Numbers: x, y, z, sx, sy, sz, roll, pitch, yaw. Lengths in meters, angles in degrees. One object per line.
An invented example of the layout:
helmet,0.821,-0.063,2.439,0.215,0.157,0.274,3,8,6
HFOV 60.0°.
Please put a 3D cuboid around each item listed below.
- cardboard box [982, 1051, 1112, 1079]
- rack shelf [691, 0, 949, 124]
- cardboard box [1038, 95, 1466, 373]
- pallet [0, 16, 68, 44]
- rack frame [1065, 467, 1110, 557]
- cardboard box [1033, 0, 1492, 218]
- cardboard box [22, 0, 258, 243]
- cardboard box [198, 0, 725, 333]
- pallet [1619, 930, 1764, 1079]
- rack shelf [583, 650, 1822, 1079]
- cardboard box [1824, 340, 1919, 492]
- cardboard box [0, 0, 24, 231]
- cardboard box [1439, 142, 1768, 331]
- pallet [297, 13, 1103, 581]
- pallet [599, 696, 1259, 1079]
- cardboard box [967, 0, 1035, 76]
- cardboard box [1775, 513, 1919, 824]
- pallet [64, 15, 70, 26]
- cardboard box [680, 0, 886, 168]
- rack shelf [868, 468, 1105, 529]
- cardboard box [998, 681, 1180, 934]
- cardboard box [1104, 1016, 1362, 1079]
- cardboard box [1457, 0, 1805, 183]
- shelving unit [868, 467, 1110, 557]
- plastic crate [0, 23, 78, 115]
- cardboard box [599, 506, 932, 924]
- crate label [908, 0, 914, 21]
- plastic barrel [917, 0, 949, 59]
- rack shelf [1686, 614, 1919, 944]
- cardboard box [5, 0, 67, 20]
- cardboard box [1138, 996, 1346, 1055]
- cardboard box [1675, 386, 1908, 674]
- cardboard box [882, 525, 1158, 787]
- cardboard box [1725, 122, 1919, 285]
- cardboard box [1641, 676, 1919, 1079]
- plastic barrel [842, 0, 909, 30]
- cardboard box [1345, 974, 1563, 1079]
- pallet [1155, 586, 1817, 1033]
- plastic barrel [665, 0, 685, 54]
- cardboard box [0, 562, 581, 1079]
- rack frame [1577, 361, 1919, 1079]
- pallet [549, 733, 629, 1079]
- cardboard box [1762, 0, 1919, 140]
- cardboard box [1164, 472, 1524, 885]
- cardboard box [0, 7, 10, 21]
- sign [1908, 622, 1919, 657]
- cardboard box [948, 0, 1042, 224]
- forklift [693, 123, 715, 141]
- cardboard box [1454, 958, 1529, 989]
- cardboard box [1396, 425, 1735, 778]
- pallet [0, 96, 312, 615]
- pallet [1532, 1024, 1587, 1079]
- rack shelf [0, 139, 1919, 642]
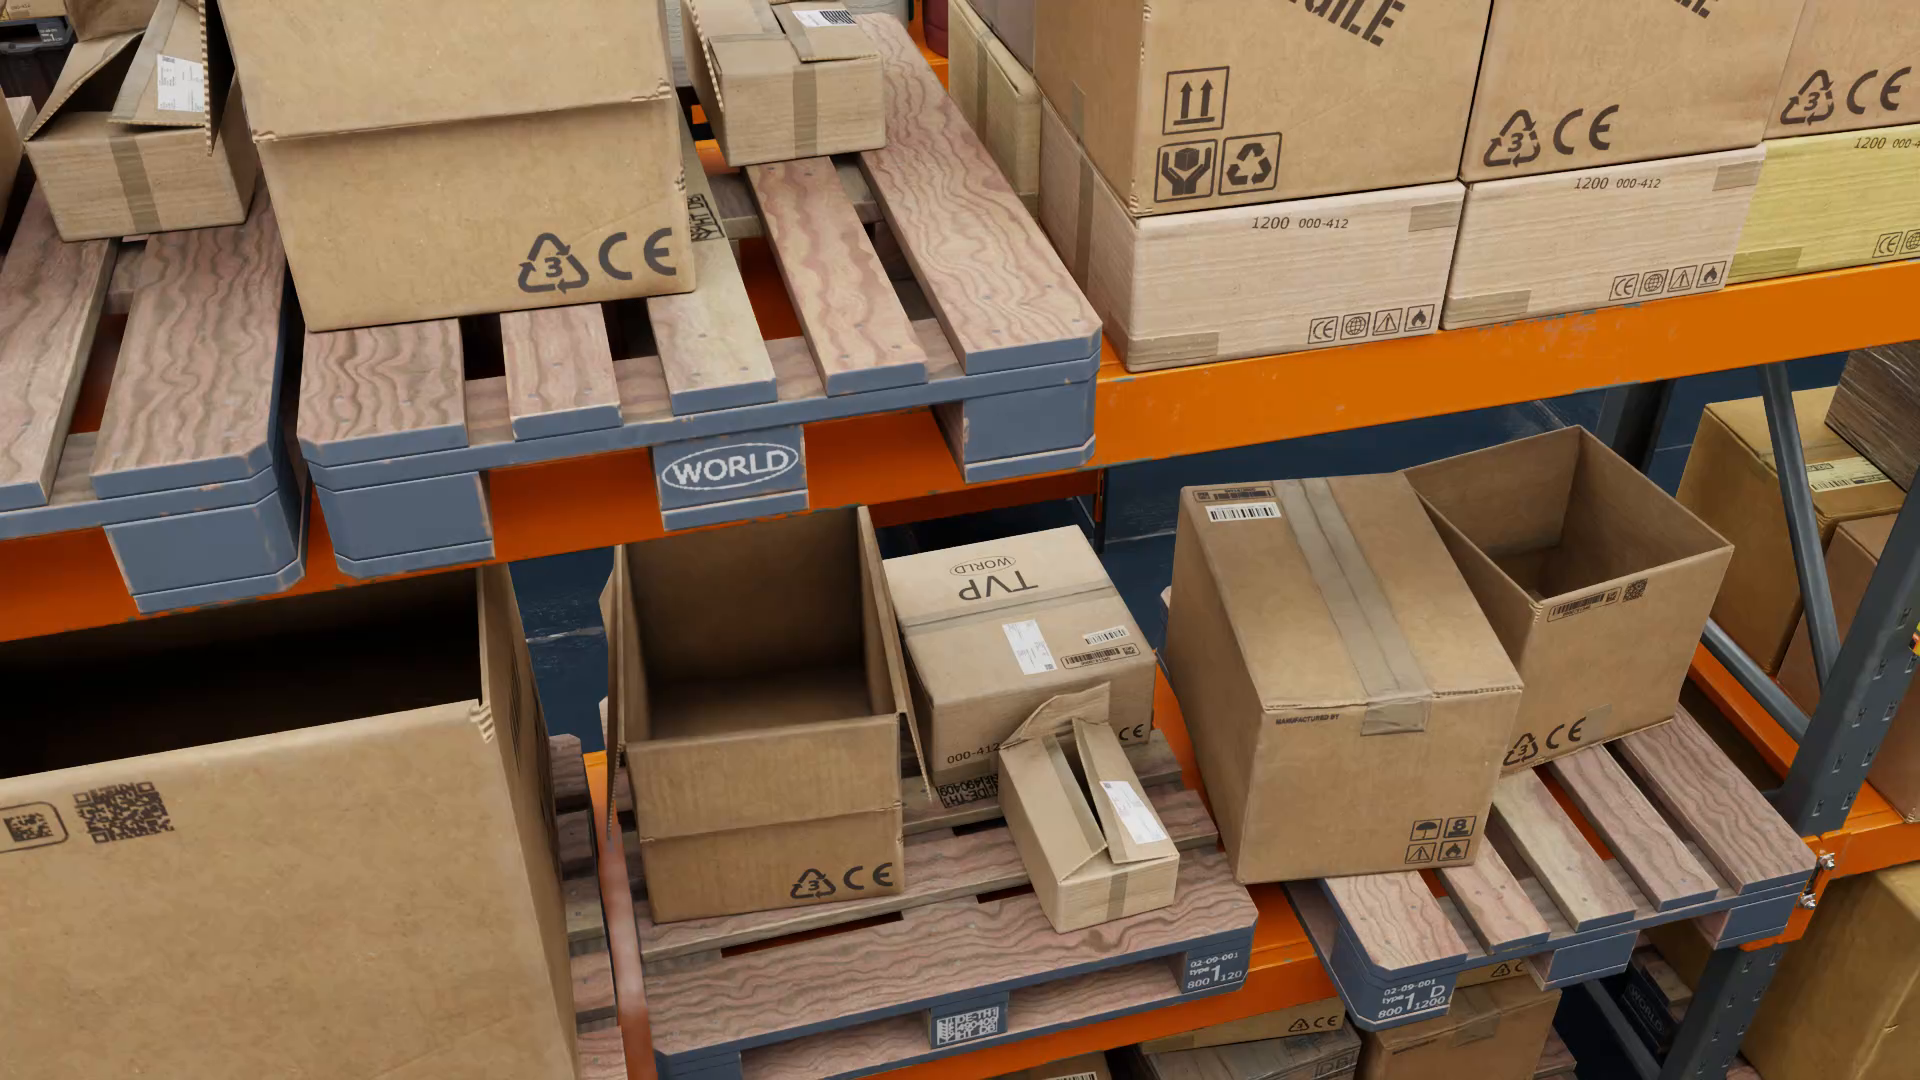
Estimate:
cardboard box,0.070,1.349,4.213,0.500,0.500,0.700,-6,38,-8
rack shelf,-1.433,-2.079,7.591,4.000,0.370,1.077,-9,38,-12
cardboard box,0.433,-0.524,2.621,0.500,0.250,0.500,-8,38,-11
pallet,-6.611,-3.549,11.216,1.213,0.211,1.003,-9,38,-12
rack frame,0.497,-0.528,6.515,0.032,1.125,0.500,-9,38,-12
cardboard box,0.419,-0.826,2.399,0.500,0.500,0.500,-9,38,-11
cardboard box,-1.191,-0.655,2.434,0.258,0.266,0.396,-8,38,-10
cardboard box,-0.684,-0.708,2.307,0.637,0.503,0.797,-8,38,-10
pallet,2.570,1.251,4.941,1.213,0.211,1.003,-9,38,-12
rack shelf,-0.142,0.826,3.793,4.000,0.370,1.077,-9,38,-12
cardboard box,2.499,-0.321,3.792,0.637,0.503,0.797,-8,38,-10
cardboard box,-1.593,-0.558,2.111,0.637,0.503,0.797,-11,39,-14
cardboard box,0.918,-0.602,2.723,0.500,0.250,0.500,-9,38,-12
pallet,-0.449,-0.461,2.569,1.003,0.211,1.213,-9,38,-12
pallet,-0.112,0.638,3.606,1.213,0.211,1.003,-9,38,-12
cardboard box,0.294,-1.120,2.783,0.500,0.500,0.500,-10,39,-13
cardboard box,2.329,0.267,3.850,0.500,0.500,0.500,-8,38,-11
pallet,-5.431,-3.745,11.472,1.213,0.211,1.003,-9,38,-12
cardboard box,-0.289,-0.764,2.657,0.250,0.166,0.380,-10,39,-13
rack shelf,0.007,-0.254,6.558,1.000,0.278,0.538,-9,38,-12
cardboard box,0.249,0.533,3.349,0.258,0.266,0.396,-10,39,-13
cardboard box,0.615,1.255,4.336,0.500,0.500,0.700,-12,39,-16
cardboard box,0.901,-0.896,2.490,0.500,0.500,0.500,-9,38,-12
shelving unit,0.007,-0.448,6.410,1.048,1.125,0.538,-9,38,-12
plastic crate,-3.903,-2.015,6.966,0.504,0.338,0.767,-9,38,-12
cardboard box,-0.423,0.321,3.431,0.637,0.503,0.797,-6,38,-7
crate label,-0.532,-2.697,7.777,0.616,0.435,0.502,-9,38,-12
plastic barrel,0.129,-2.484,7.417,0.708,0.536,0.600,-9,38,-12
rack shelf,3.720,0.193,4.621,4.000,0.370,1.077,-9,38,-12
cardboard box,-6.007,-3.666,10.991,0.500,0.250,0.500,-9,38,-12
cardboard box,0.640,0.958,4.107,0.500,0.250,0.500,-5,38,-7
cardboard box,2.201,-0.039,4.250,0.500,0.500,0.500,-8,38,-11
cardboard box,0.111,0.247,3.736,0.500,0.250,0.500,-10,39,-13
cardboard box,1.394,-0.689,2.836,0.500,0.250,0.500,-9,38,-12
cardboard box,2.460,0.804,4.633,0.875,0.875,1.225,-11,39,-14
plastic barrel,-0.440,-2.438,7.376,0.421,0.512,0.421,0,37,0
cardboard box,1.147,1.160,4.460,0.500,0.500,0.700,-11,39,-14
pallet,1.129,0.475,3.818,1.003,0.211,1.213,-9,38,-12
plastic barrel,-1.257,-2.309,7.188,0.433,0.535,0.433,0,37,0
cardboard box,-1.269,0.409,2.908,1.000,1.000,1.000,-9,38,-12
rack frame,1.789,0.224,3.989,0.127,3.000,1.000,-9,38,-12
pallet,-1.297,0.898,3.265,1.213,0.211,1.003,-9,38,-12
cardboard box,1.393,-0.984,2.604,0.500,0.500,0.500,-8,38,-11
cardboard box,0.765,0.273,3.496,0.500,0.500,0.700,-4,38,-5
cardboard box,-6.489,-3.586,10.886,0.500,0.250,0.500,-9,38,-12
sign,1.939,0.112,3.247,0.005,0.325,0.100,-9,38,-12
cardboard box,0.279,-0.815,3.001,0.500,0.250,0.500,-9,38,-11
forklift,-1.126,-4.097,9.693,1.130,2.935,3.031,27,45,31
cardboard box,1.150,0.868,4.225,0.500,0.250,0.500,-8,38,-10
cardboard box,1.278,0.126,3.688,0.500,0.500,0.500,-14,40,-18
pallet,-1.449,-0.295,2.352,1.003,0.211,1.213,-9,38,-12
pallet,1.034,1.454,4.675,1.213,0.211,1.003,-9,38,-12
rack shelf,-0.142,-0.365,2.882,4.000,0.370,1.077,-9,38,-12
